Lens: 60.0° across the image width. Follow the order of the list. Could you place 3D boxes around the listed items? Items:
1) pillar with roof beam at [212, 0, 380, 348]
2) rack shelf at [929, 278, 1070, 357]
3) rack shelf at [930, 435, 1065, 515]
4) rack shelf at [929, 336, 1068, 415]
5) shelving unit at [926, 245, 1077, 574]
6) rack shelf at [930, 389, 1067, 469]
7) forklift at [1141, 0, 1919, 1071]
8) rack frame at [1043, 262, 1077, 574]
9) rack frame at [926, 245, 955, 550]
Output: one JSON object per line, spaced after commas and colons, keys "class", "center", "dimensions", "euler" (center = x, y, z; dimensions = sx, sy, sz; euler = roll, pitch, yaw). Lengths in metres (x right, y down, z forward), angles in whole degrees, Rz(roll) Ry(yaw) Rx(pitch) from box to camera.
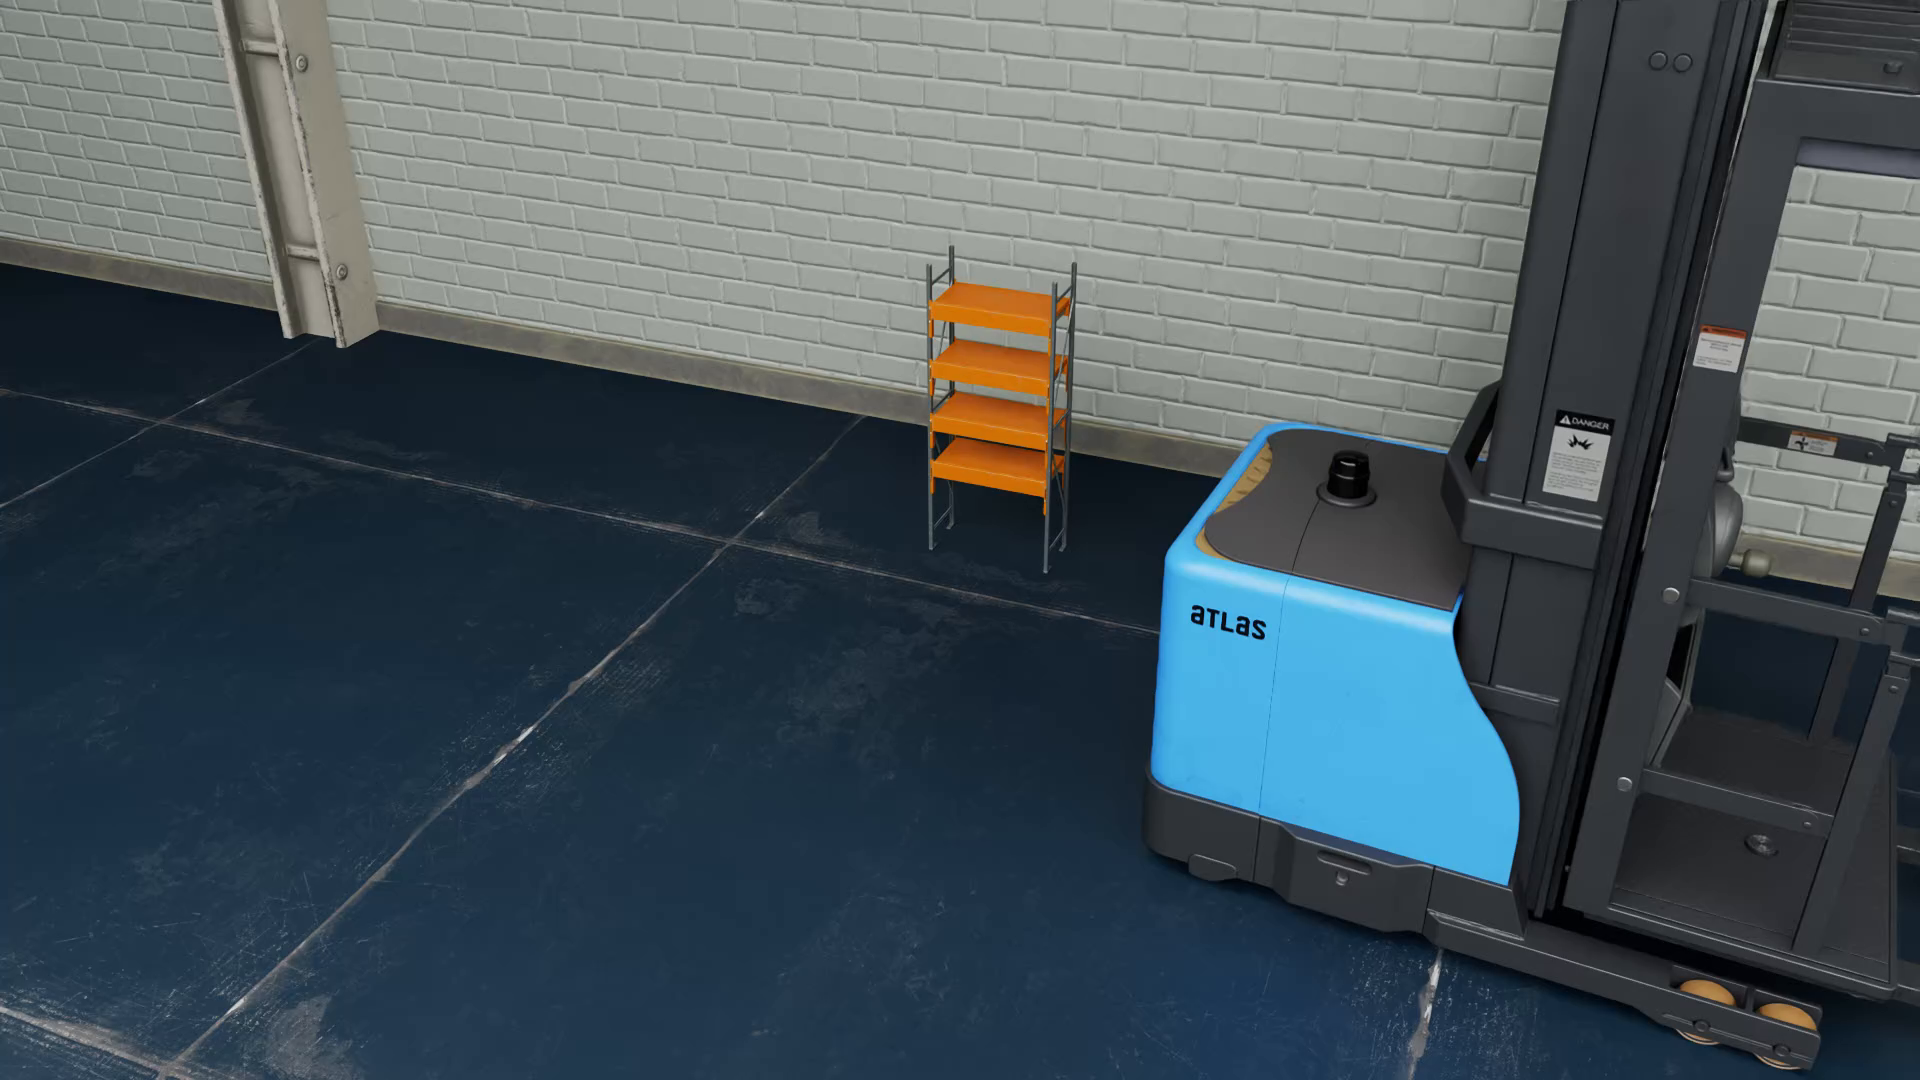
{"class": "pillar with roof beam", "center": [-4.883, -3.039, 2.981], "dimensions": [0.400, 9.000, 9.100], "euler": [11, 31, 19]}
{"class": "rack shelf", "center": [0.153, -0.834, 6.207], "dimensions": [0.480, 0.148, 0.258], "euler": [11, 31, 19]}
{"class": "rack shelf", "center": [0.153, -0.260, 6.531], "dimensions": [0.480, 0.148, 0.258], "euler": [11, 31, 19]}
{"class": "rack shelf", "center": [0.153, -0.628, 6.324], "dimensions": [0.480, 0.148, 0.258], "euler": [11, 31, 19]}
{"class": "shelving unit", "center": [0.153, -0.492, 6.401], "dimensions": [0.503, 1.200, 0.258], "euler": [11, 31, 19]}
{"class": "rack shelf", "center": [0.153, -0.433, 6.434], "dimensions": [0.480, 0.148, 0.258], "euler": [11, 31, 19]}
{"class": "forklift", "center": [2.103, -0.202, 4.129], "dimensions": [3.031, 2.935, 1.130], "euler": [14, 32, 22]}
{"class": "rack frame", "center": [0.379, -0.447, 6.321], "dimensions": [0.015, 1.200, 0.240], "euler": [11, 31, 19]}
{"class": "rack frame", "center": [-0.073, -0.537, 6.480], "dimensions": [0.015, 1.200, 0.240], "euler": [11, 31, 19]}
